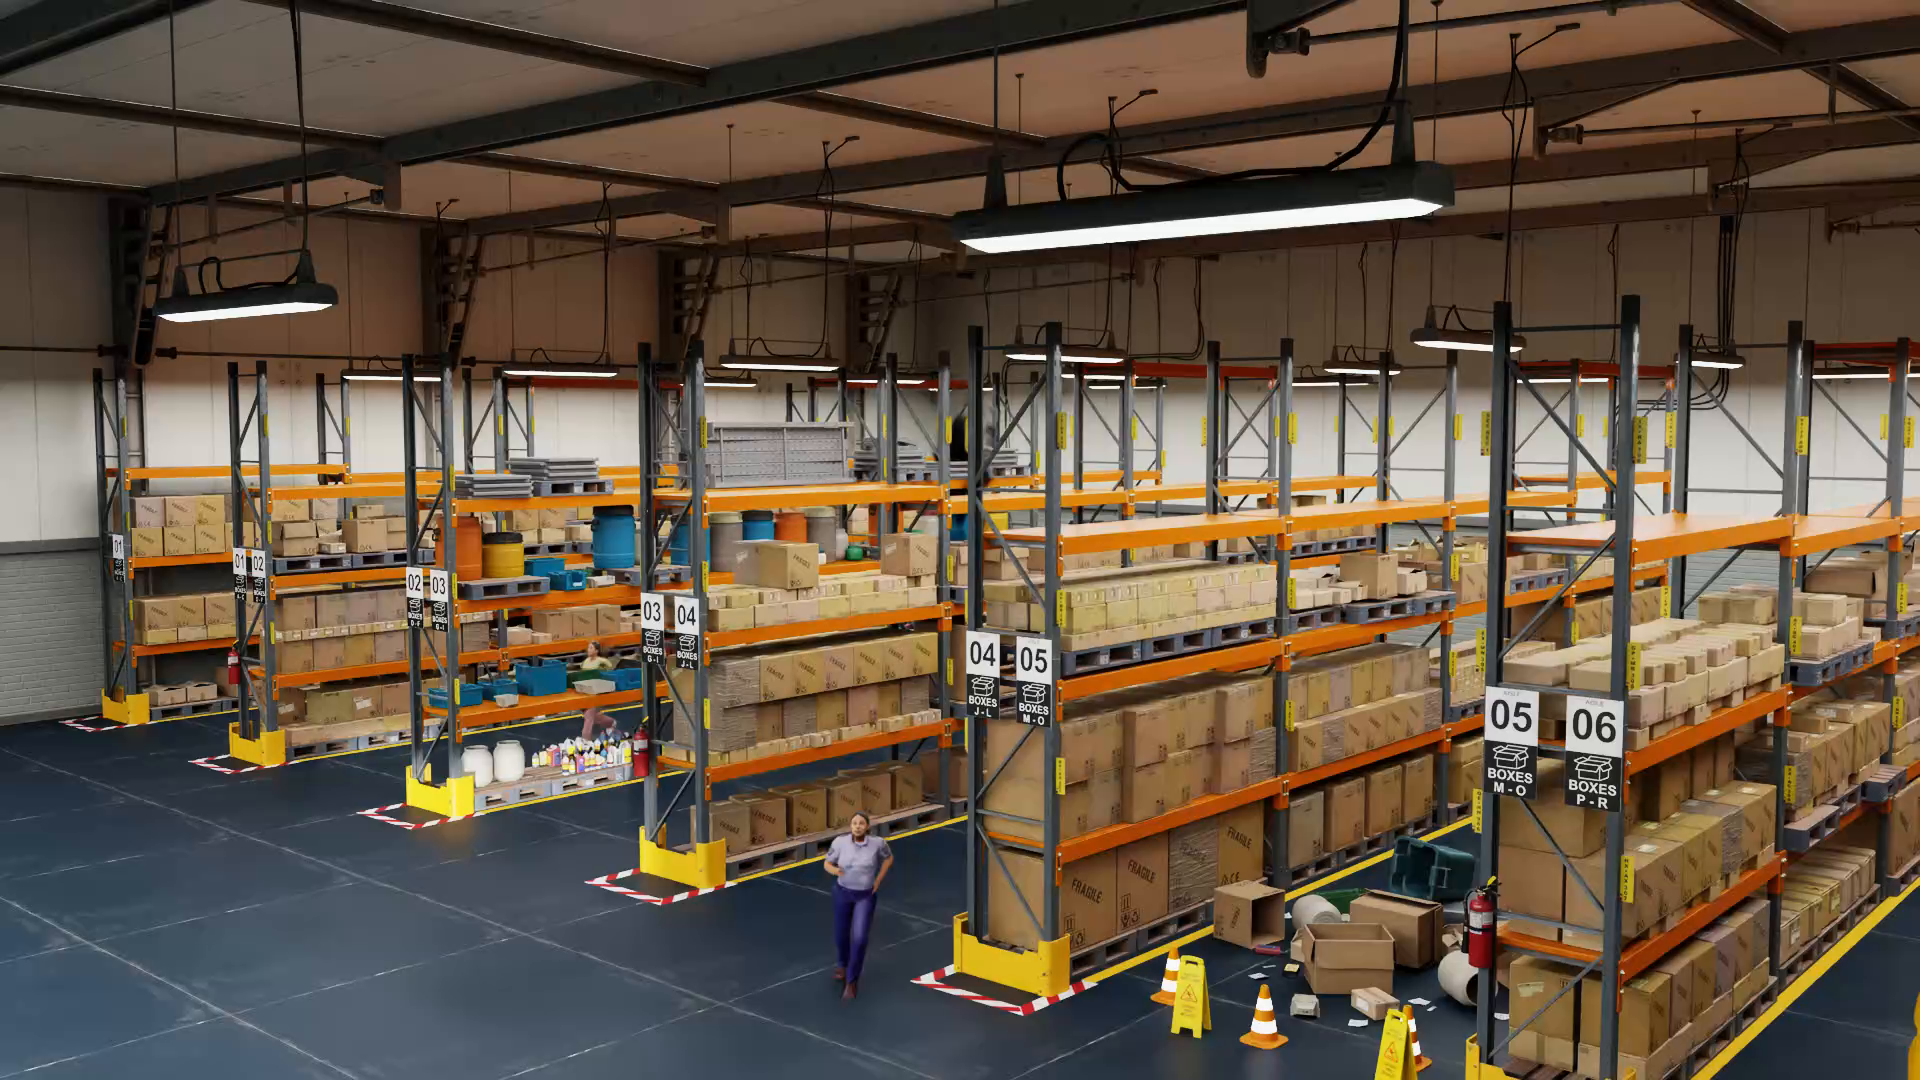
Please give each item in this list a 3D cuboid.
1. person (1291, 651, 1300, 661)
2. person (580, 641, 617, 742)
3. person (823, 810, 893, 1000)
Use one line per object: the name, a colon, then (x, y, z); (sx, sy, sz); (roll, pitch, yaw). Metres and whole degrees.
person: (4.969, 2.464, 25.008); (0.581, 1.705, 0.924); (3, 5, 32)
person: (-5.727, 2.407, 26.082); (0.578, 1.663, 0.935); (3, 5, 35)
person: (-0.922, 3.266, 14.965); (0.603, 1.706, 0.720); (1, 4, 7)
